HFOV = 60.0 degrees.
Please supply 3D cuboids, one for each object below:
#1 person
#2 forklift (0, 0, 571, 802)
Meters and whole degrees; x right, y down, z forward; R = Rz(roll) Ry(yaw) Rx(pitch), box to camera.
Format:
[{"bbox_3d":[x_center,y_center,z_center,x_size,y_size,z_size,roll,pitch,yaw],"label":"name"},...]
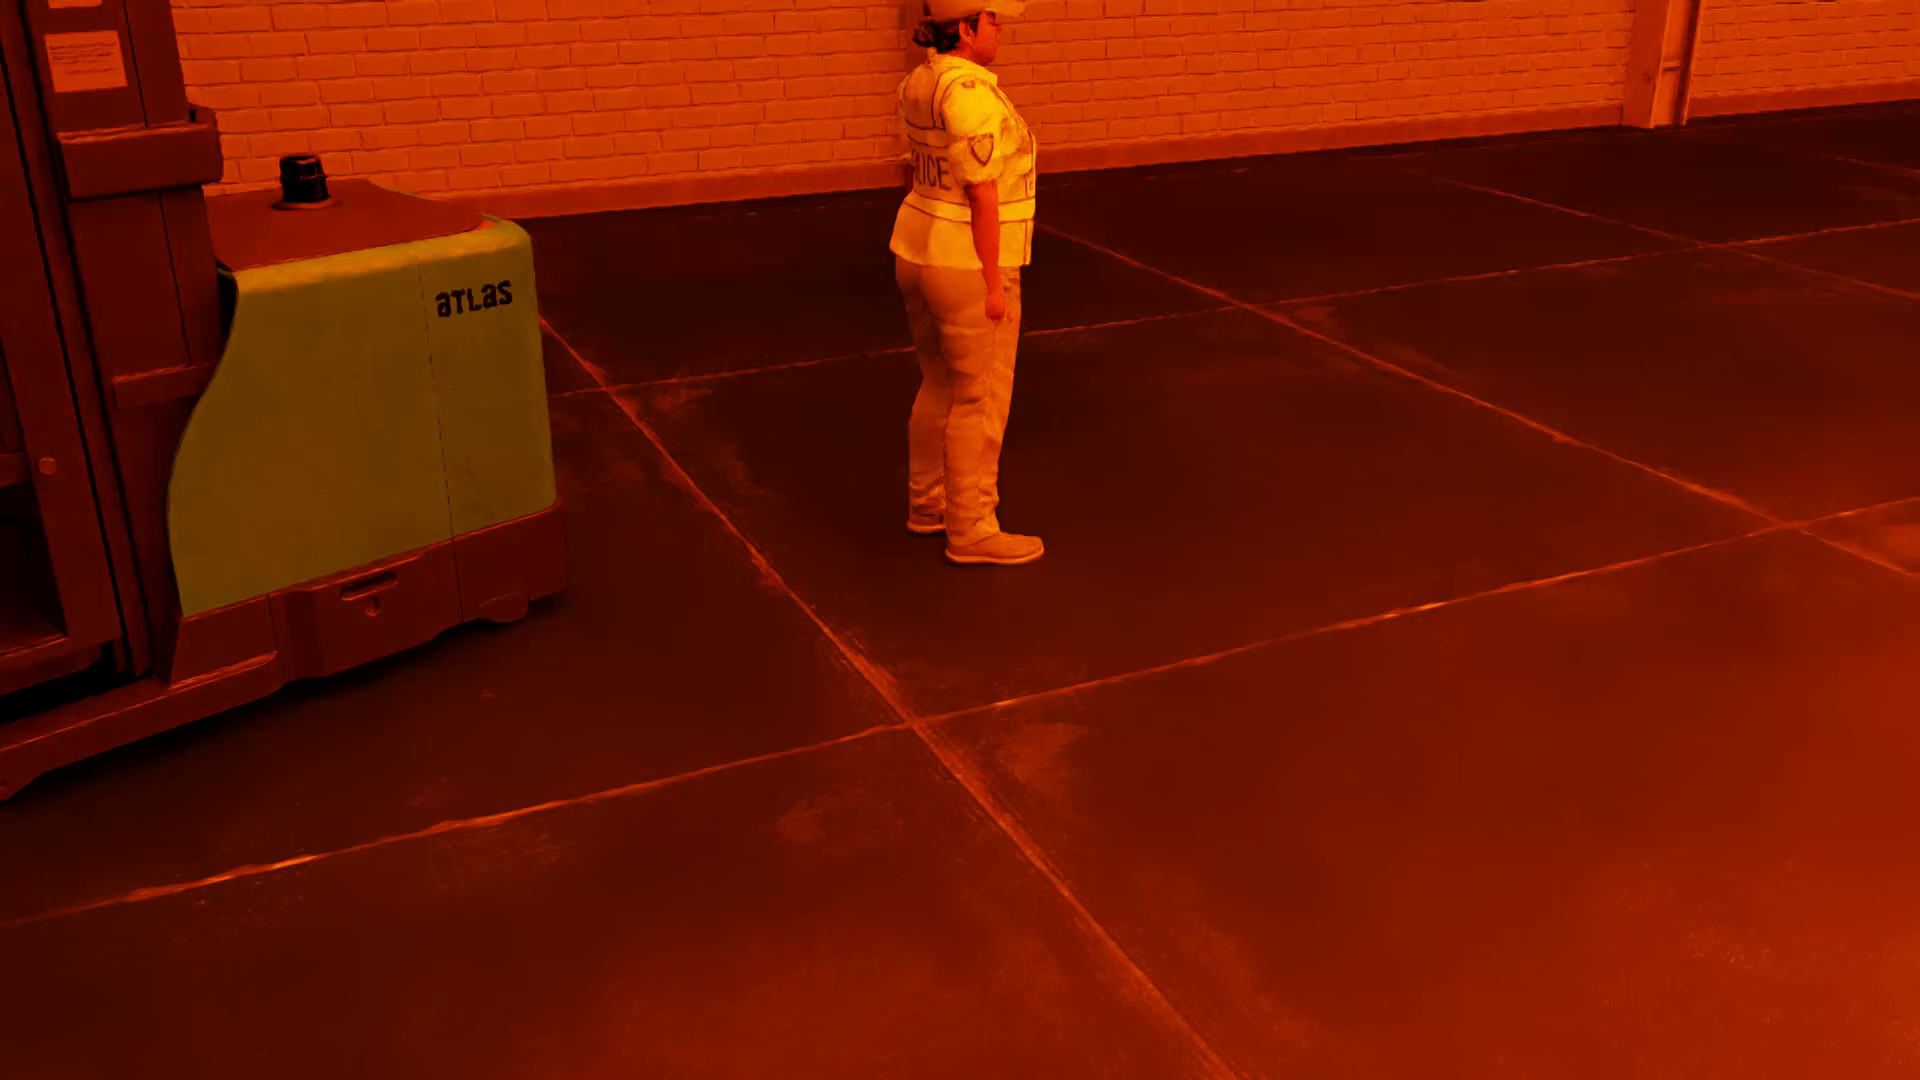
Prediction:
[{"bbox_3d":[0.018,-0.767,4.790,0.390,1.669,0.482,-10,25,-23],"label":"person"},{"bbox_3d":[-2.484,-0.900,3.452,1.130,2.935,3.031,21,30,41],"label":"forklift"}]
